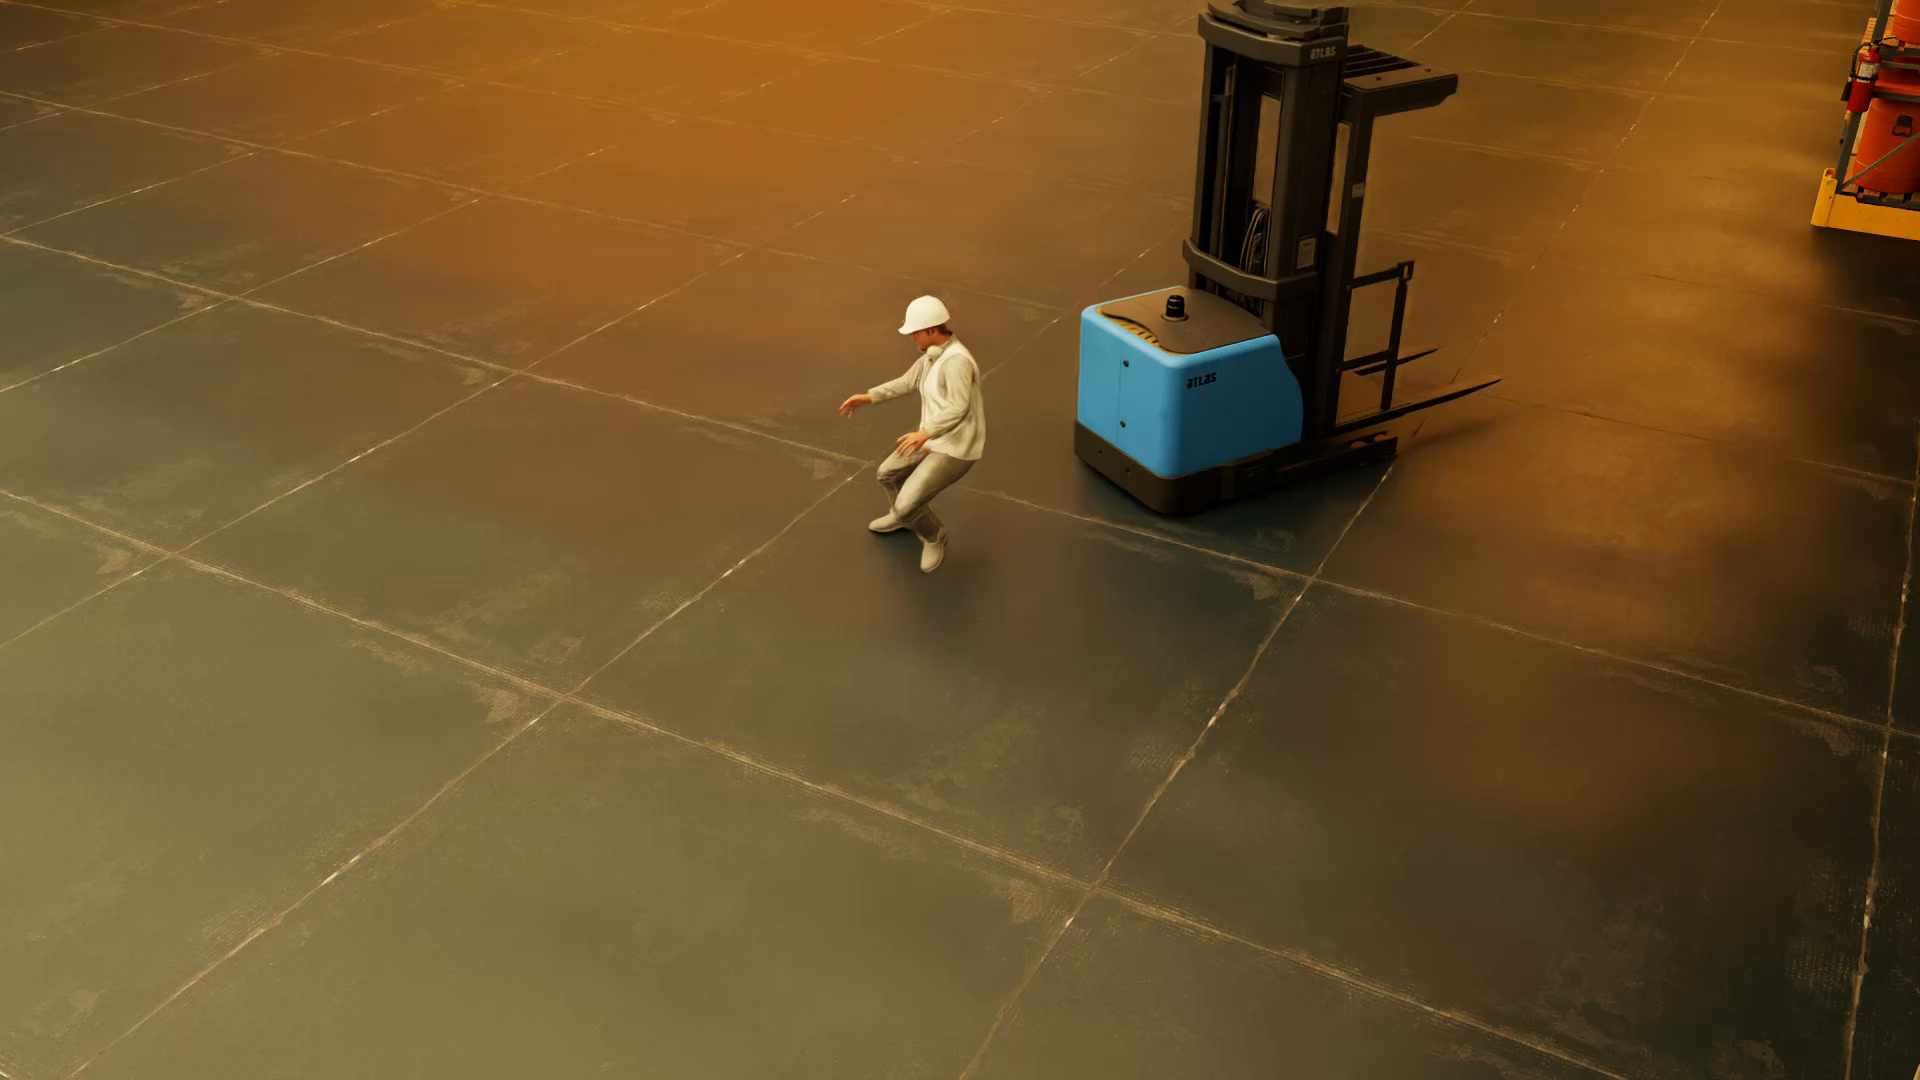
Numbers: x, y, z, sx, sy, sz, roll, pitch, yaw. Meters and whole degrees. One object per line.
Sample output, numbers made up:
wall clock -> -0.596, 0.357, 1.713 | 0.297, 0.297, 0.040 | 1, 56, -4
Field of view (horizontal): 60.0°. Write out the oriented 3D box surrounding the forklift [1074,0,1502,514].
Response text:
forklift -> 2.274, -1.958, 10.463 | 3.031, 2.935, 1.130 | -16, 34, -26

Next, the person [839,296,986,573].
person -> -0.250, -0.590, 9.441 | 0.766, 1.588, 0.869 | -8, 31, -14
